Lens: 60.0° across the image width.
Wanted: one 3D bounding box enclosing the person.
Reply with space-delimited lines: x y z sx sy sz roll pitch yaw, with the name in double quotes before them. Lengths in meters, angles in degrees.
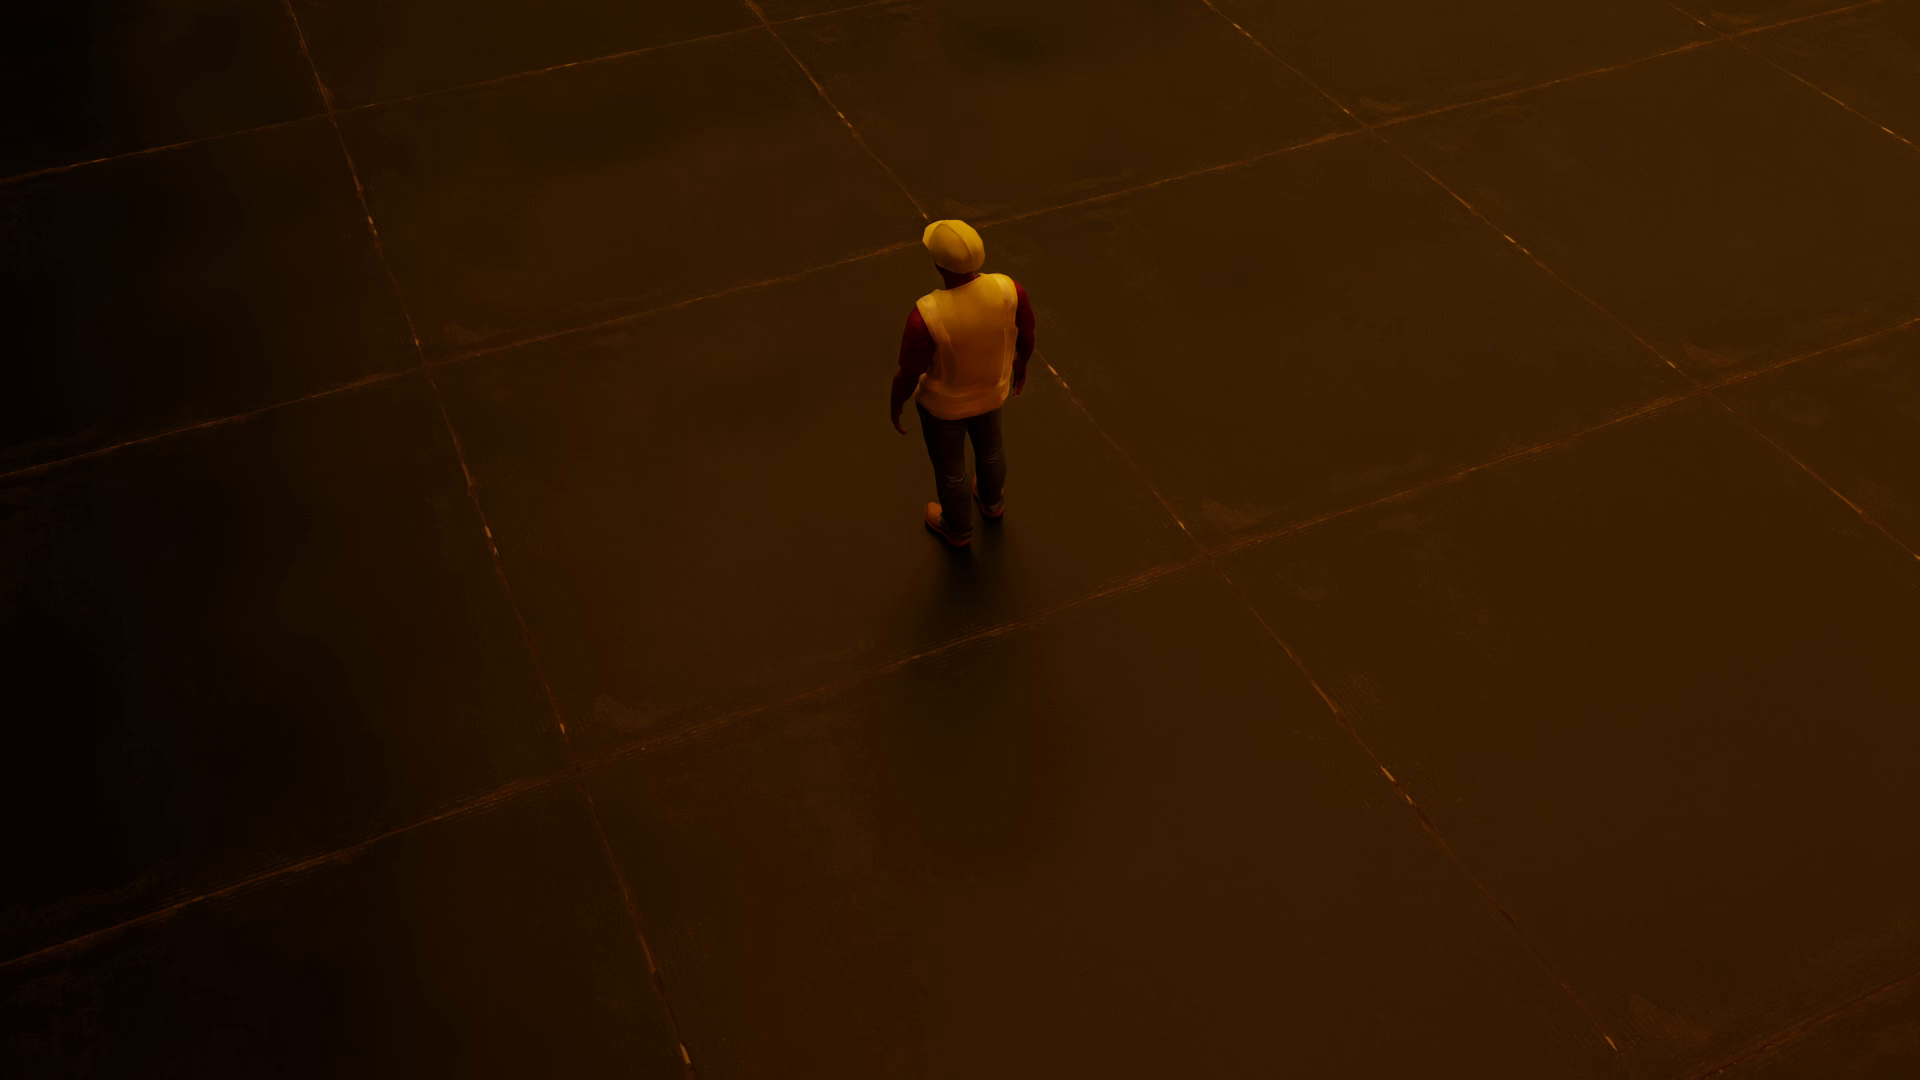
"person" -0.024 -0.696 7.269 0.665 1.767 0.575 -18 46 -18
